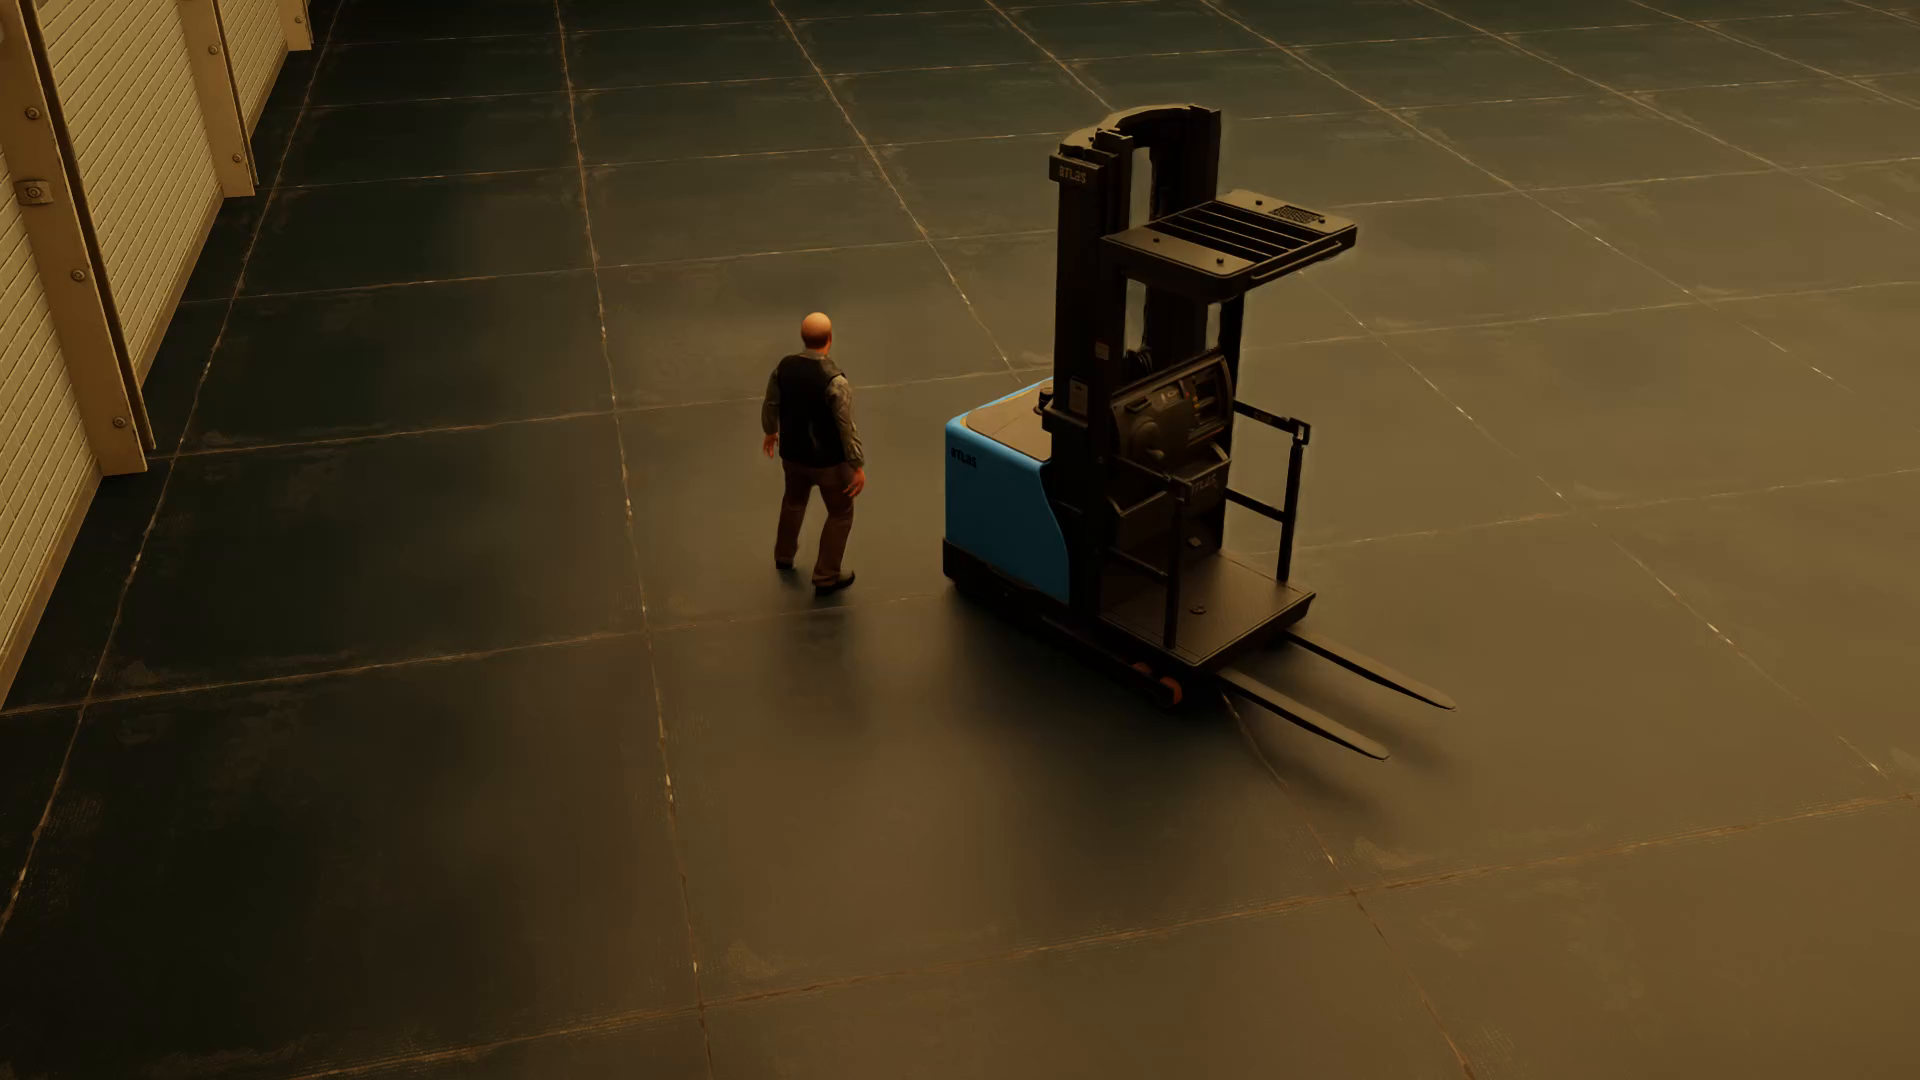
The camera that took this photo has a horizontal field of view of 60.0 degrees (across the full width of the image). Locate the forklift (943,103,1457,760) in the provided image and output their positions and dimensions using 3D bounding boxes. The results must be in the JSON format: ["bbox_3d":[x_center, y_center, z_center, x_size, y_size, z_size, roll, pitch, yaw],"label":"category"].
[{"bbox_3d":[1.279,-0.657,8.709,1.130,2.935,3.031,-26,39,-37],"label":"forklift"}]

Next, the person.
[{"bbox_3d":[-0.856,-0.505,9.688,0.827,1.695,0.386,18,35,28],"label":"person"}]
